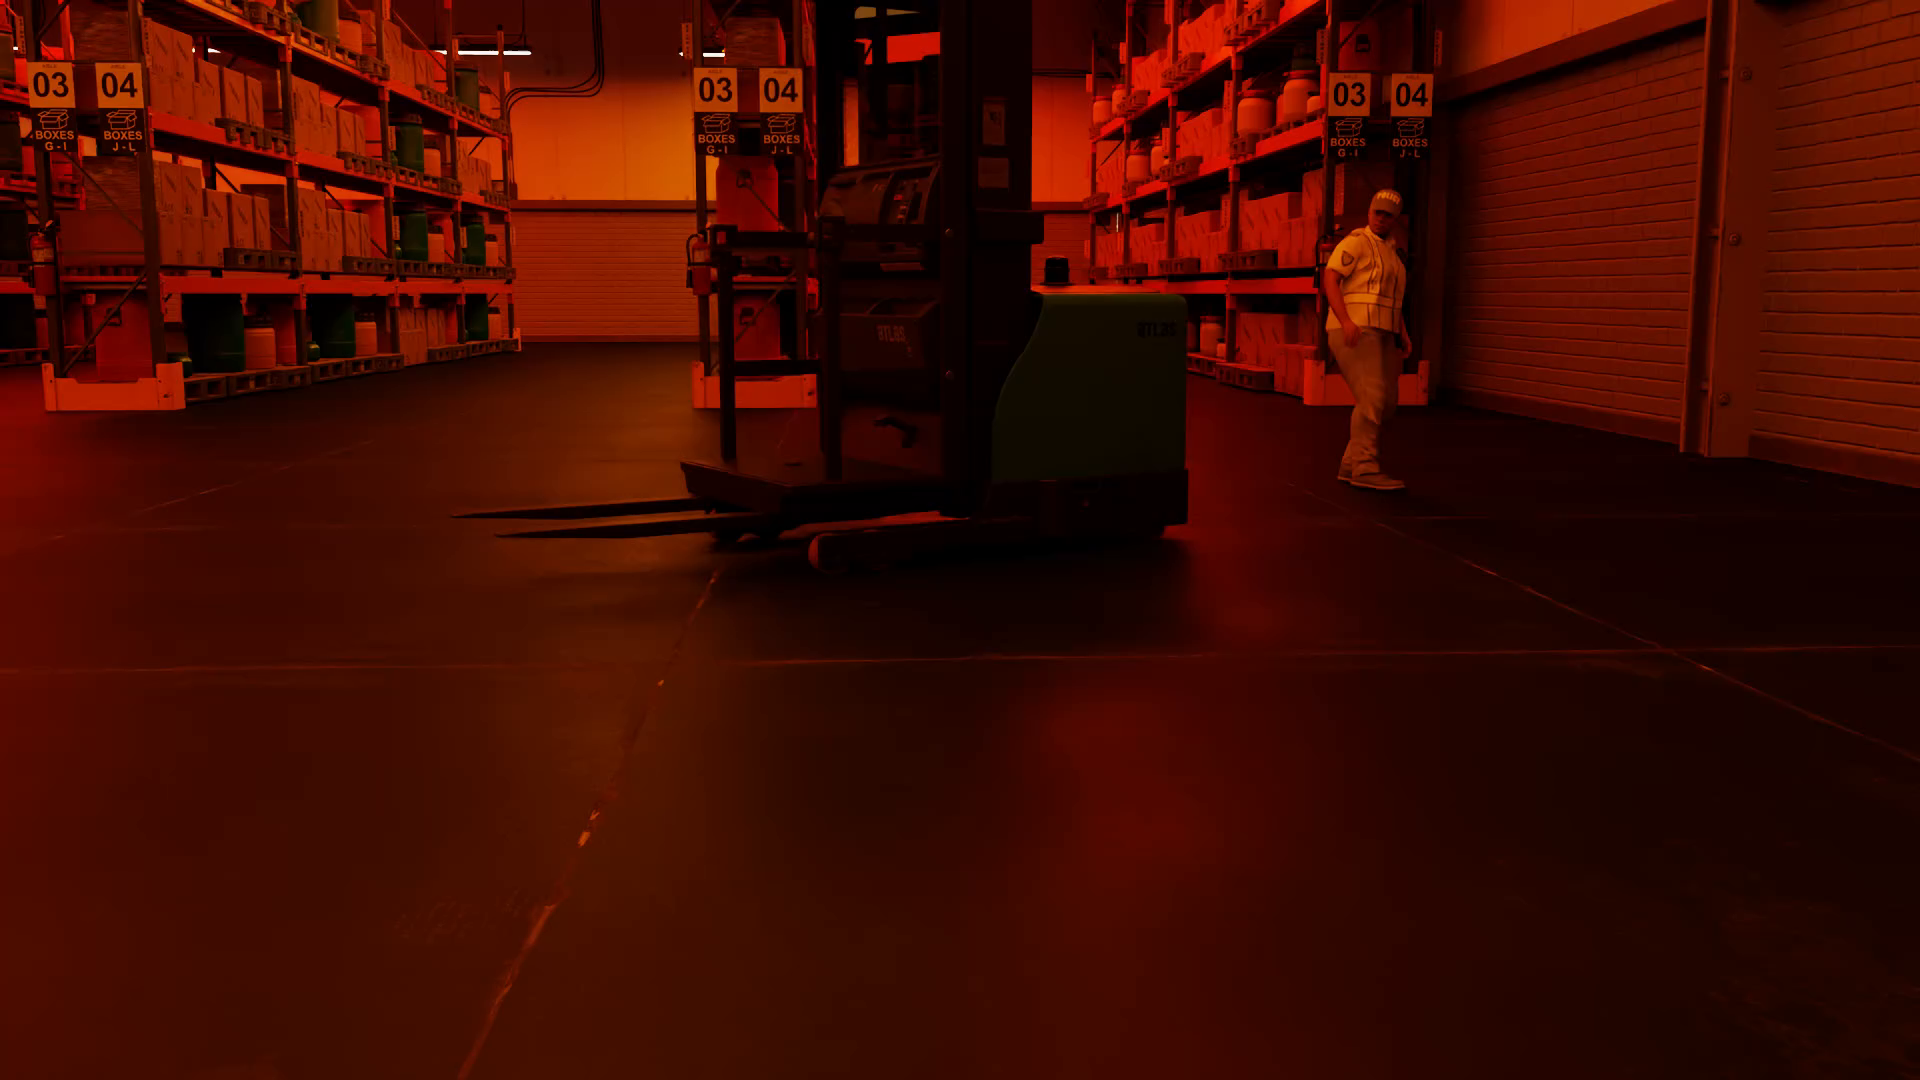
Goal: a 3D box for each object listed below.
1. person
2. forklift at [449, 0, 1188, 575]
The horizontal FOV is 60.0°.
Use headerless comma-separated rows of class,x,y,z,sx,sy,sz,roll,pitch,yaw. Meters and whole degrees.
person,2.330,-1.120,9.269,0.512,1.646,0.686,6,11,37
forklift,-0.521,-1.403,6.779,3.031,2.935,1.130,-5,10,-31
